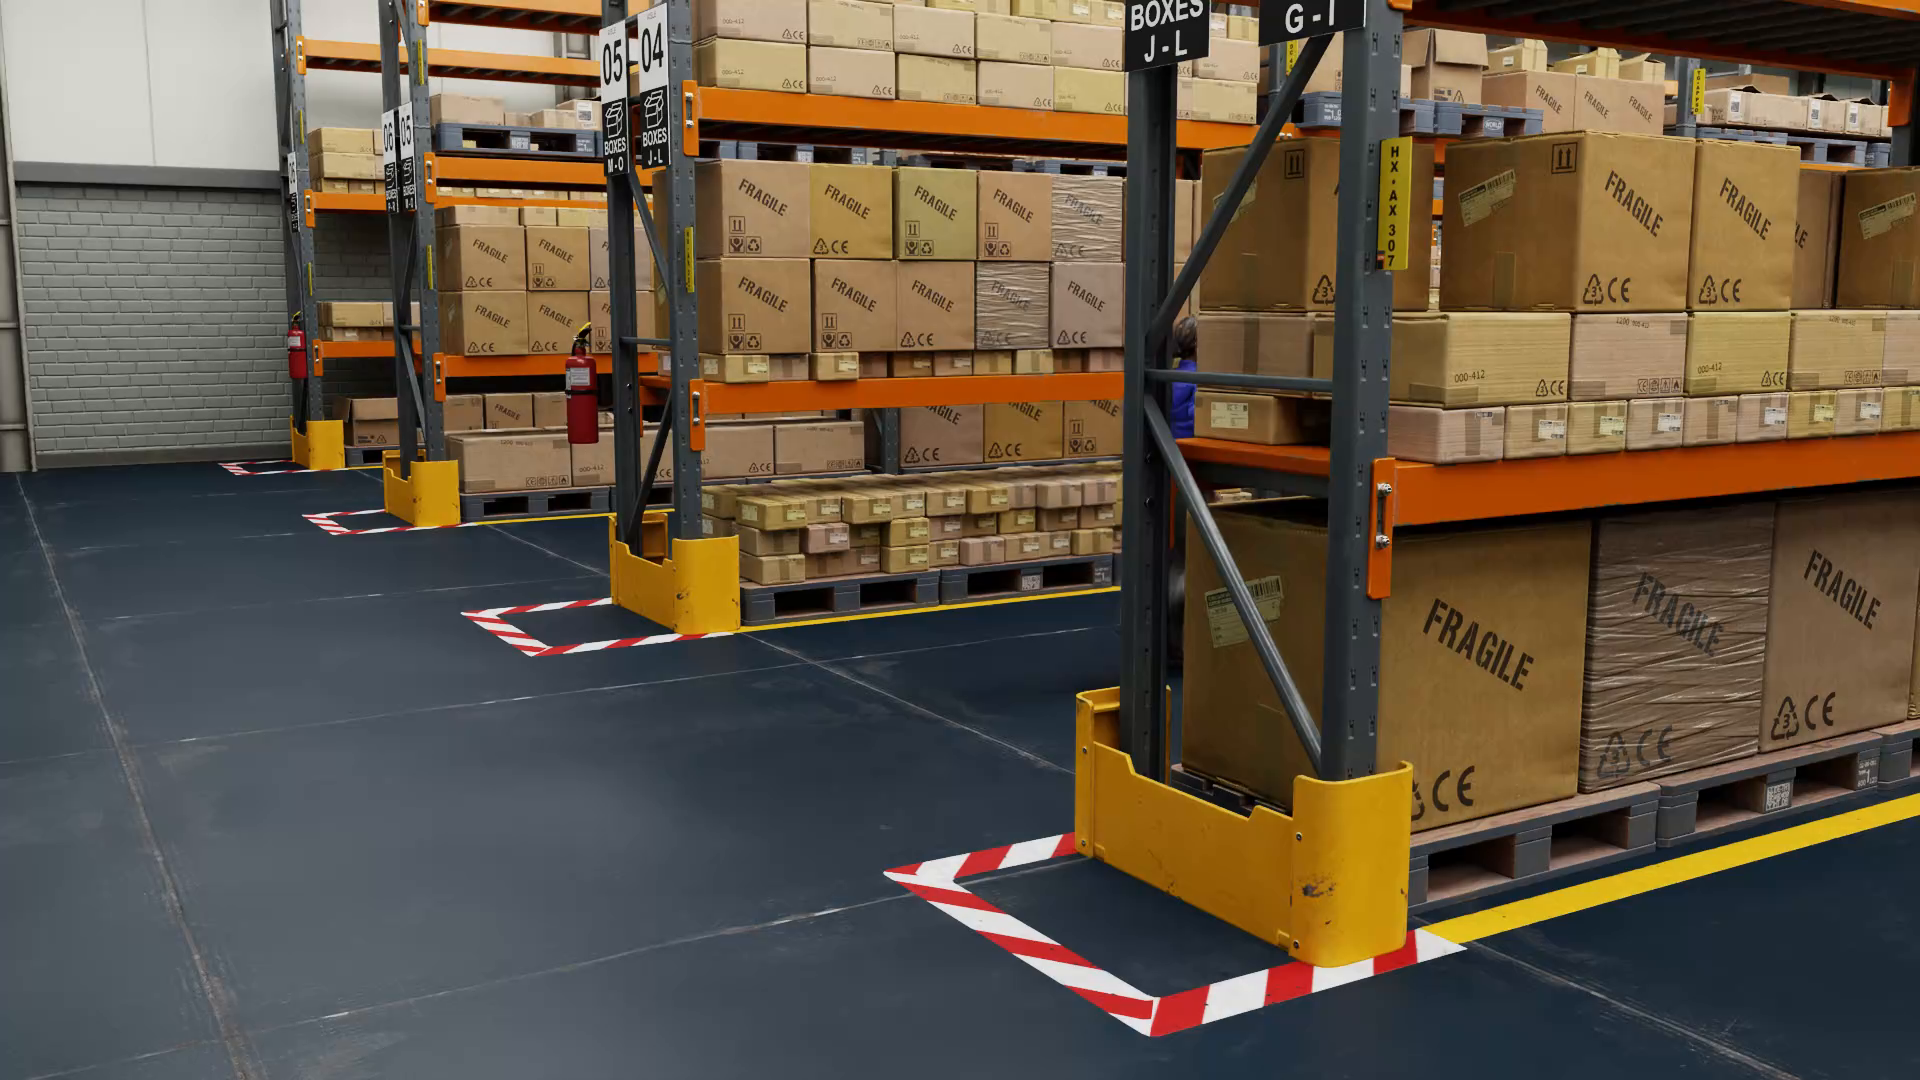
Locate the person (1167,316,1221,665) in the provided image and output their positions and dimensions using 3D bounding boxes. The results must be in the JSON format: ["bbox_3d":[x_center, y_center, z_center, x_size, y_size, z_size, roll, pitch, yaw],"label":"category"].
[{"bbox_3d":[0.979,-0.206,7.706,0.513,1.643,0.482,-4,9,-24],"label":"person"}]
